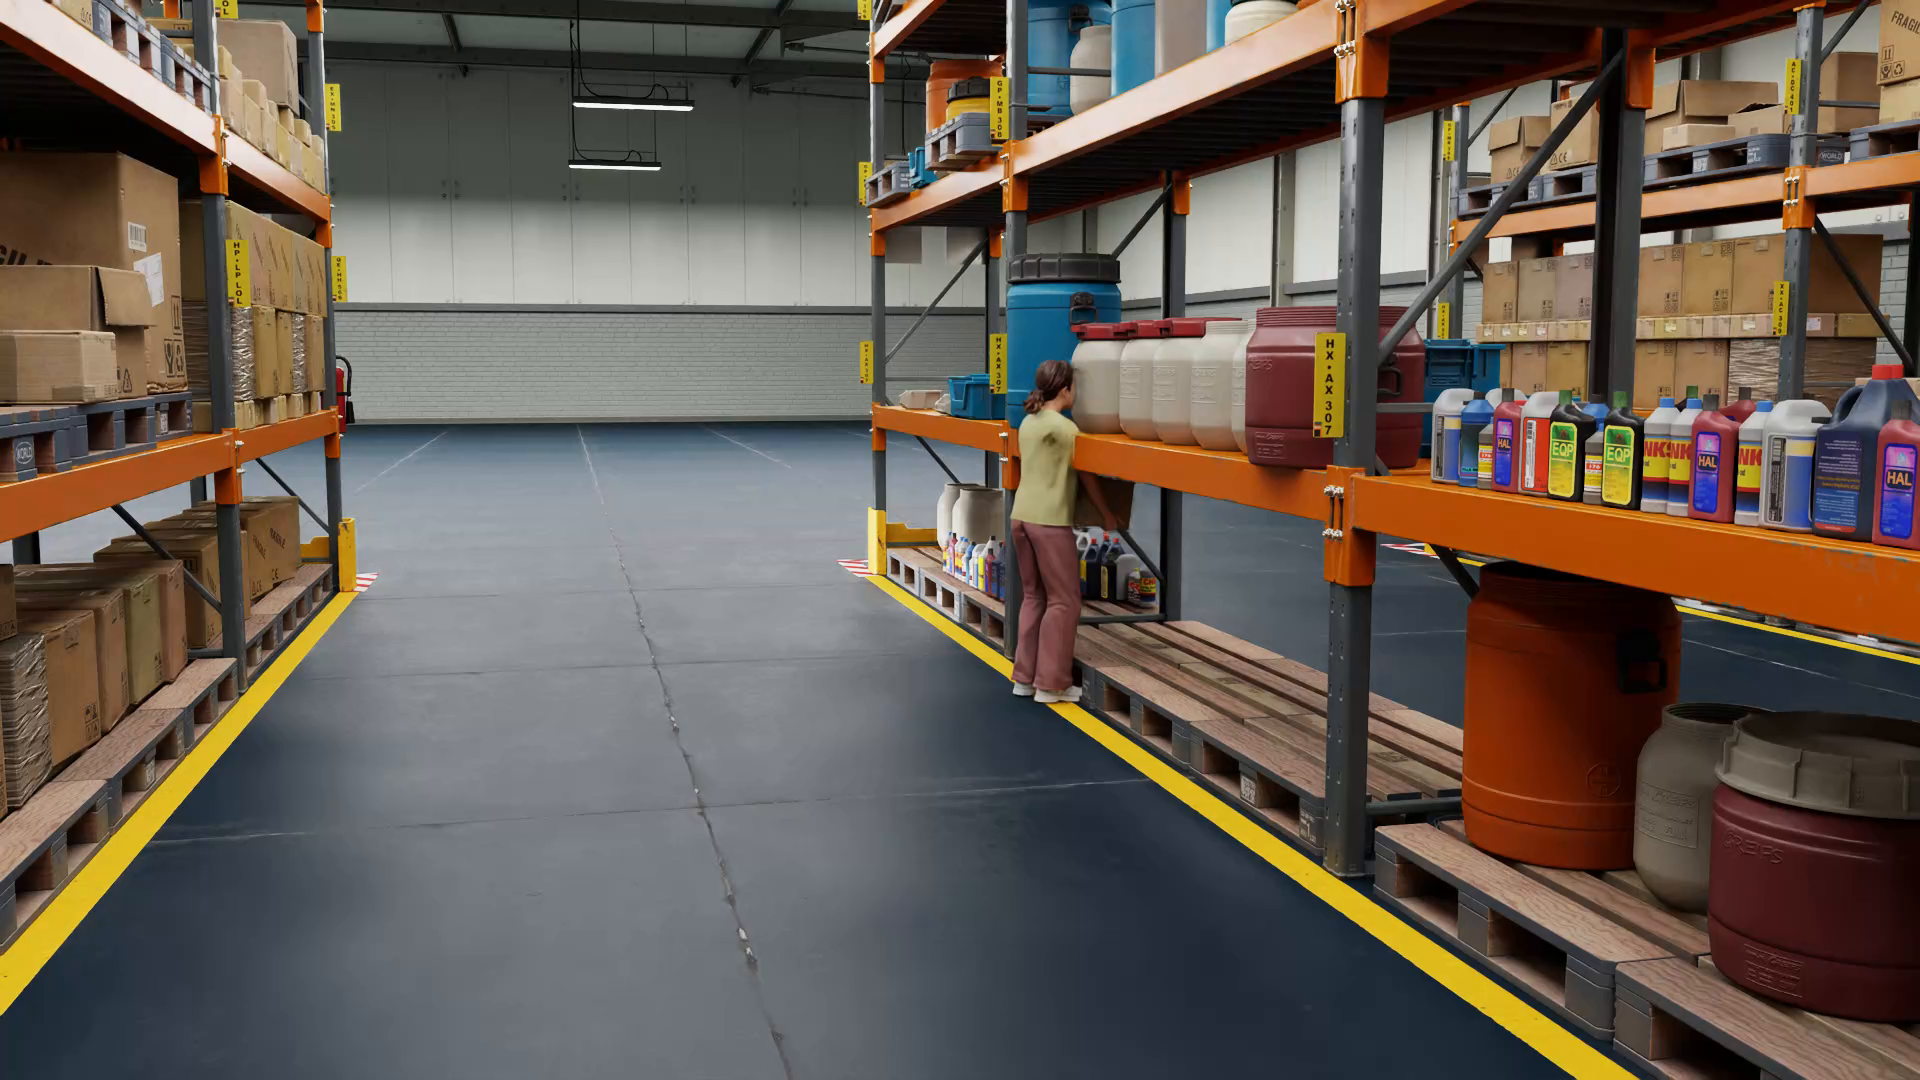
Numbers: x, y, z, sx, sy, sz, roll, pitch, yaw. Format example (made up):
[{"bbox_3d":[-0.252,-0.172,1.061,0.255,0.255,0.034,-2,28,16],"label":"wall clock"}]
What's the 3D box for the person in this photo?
[{"bbox_3d":[0.510,-0.052,8.187,0.530,1.666,0.409,-4,7,-30],"label":"person"}]
